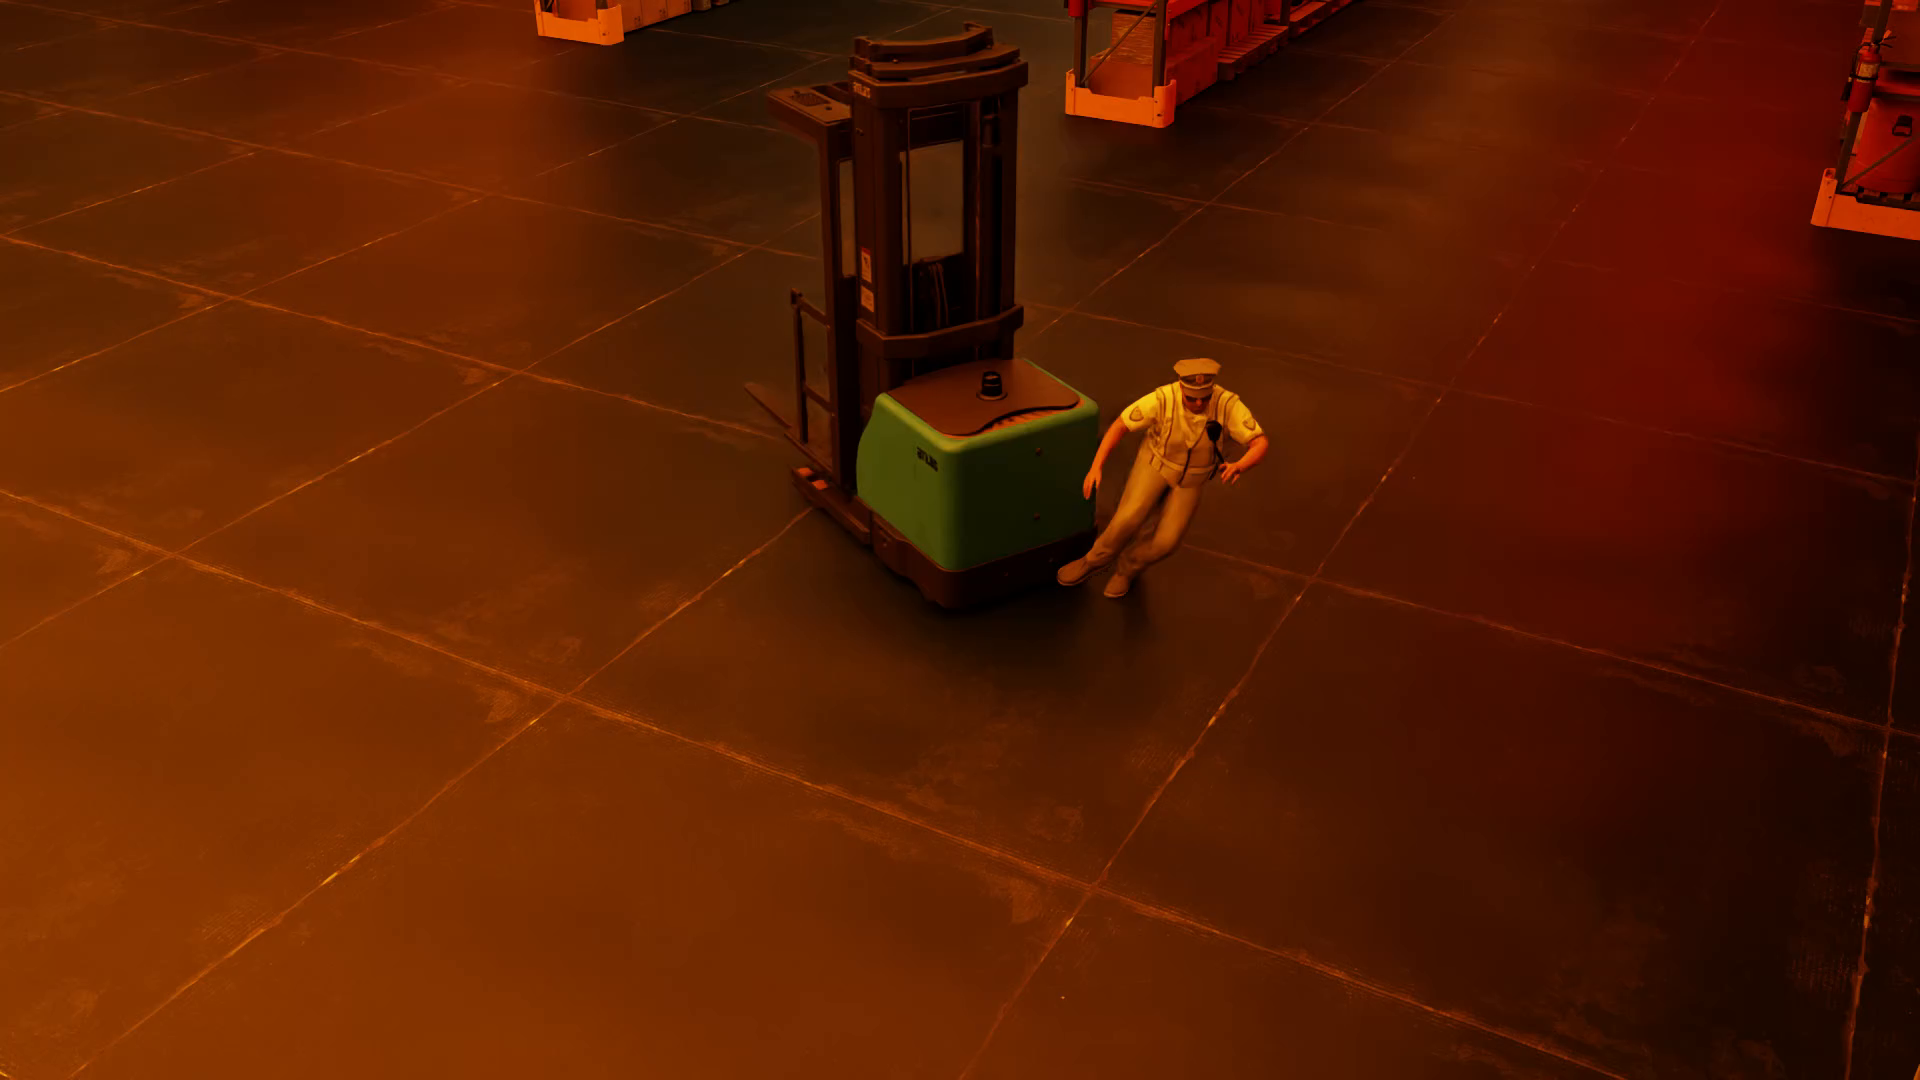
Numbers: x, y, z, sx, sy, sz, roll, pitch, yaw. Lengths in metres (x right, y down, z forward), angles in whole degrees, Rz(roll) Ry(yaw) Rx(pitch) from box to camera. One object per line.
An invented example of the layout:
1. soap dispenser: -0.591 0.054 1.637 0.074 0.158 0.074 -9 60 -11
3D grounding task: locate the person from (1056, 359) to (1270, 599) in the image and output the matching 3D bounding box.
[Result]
1. person: 1.088 -0.280 9.011 1.080 1.516 0.951 -1 30 -2

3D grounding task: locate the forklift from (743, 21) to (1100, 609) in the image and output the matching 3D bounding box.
1. forklift: -0.411 -1.588 9.823 1.130 2.935 3.031 -17 34 -27
